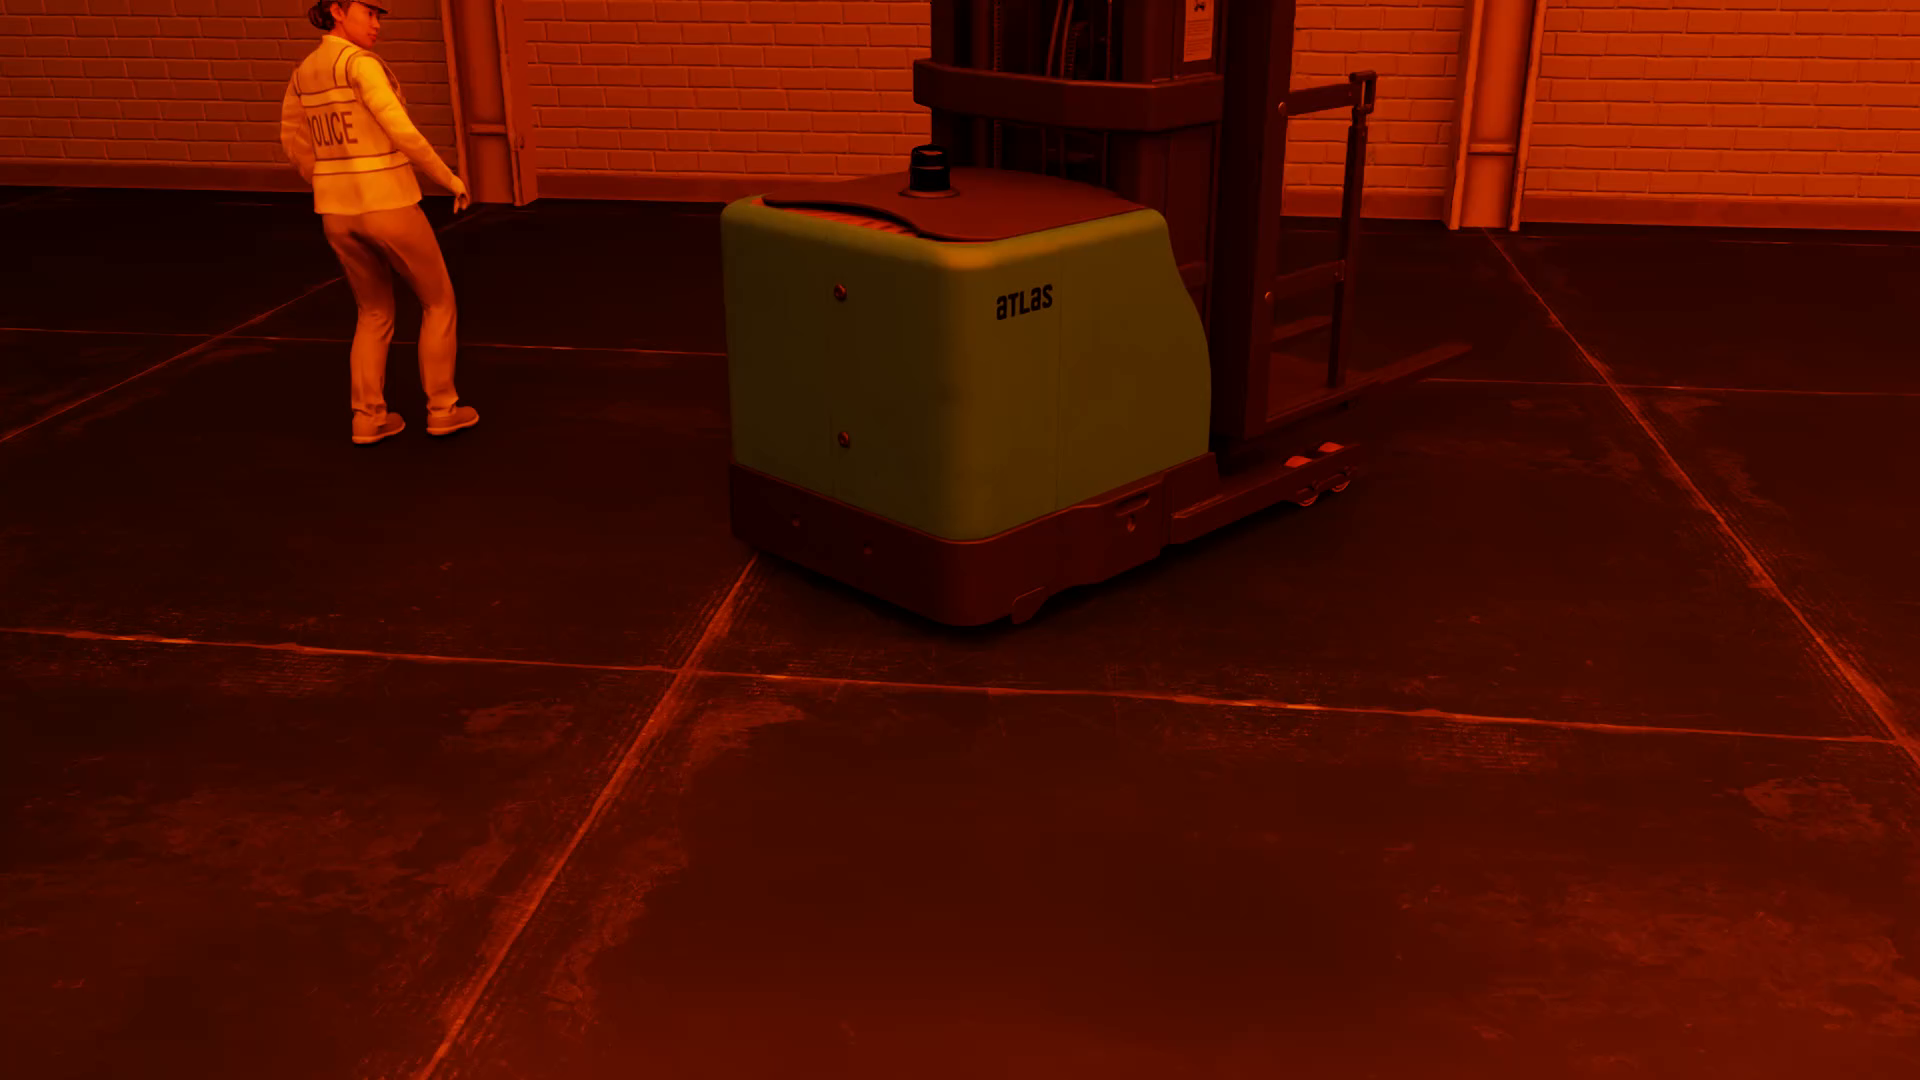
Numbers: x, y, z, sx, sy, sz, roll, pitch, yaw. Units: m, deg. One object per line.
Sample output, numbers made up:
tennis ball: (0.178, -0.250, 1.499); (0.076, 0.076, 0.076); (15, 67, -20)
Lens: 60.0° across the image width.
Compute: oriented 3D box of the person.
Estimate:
person: (-2.057, -1.154, 5.873); (0.697, 1.639, 0.476); (9, 24, 22)

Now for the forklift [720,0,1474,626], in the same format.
forklift: (0.697, -1.587, 5.195); (1.130, 2.935, 3.031); (20, 29, 40)
